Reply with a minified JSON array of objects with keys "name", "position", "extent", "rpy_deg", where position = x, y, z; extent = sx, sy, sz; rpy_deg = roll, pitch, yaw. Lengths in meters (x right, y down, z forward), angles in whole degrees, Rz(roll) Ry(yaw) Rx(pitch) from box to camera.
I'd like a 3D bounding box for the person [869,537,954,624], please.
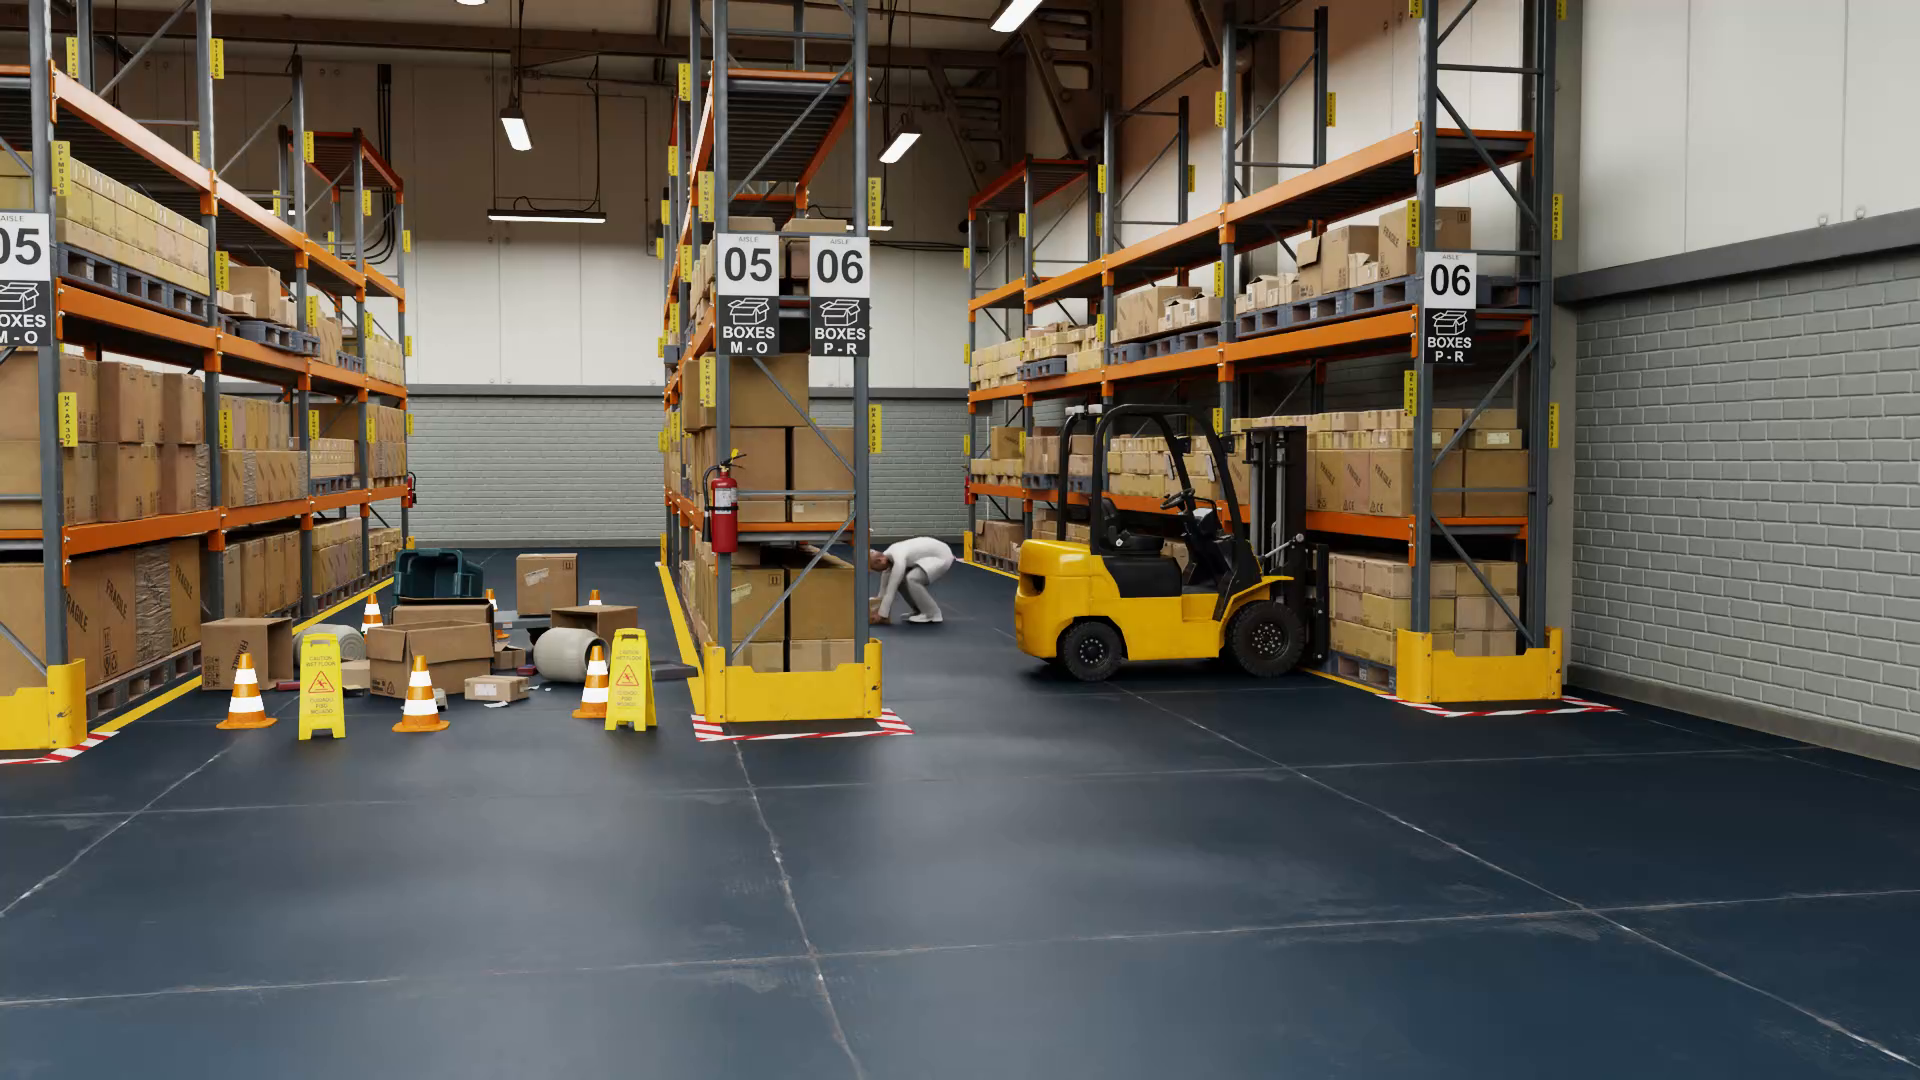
[{"name":"person","position":[-0.537,0.427,17.553],"extent":[0.952,0.911,0.590],"rpy_deg":[-1,3,-14]}]
